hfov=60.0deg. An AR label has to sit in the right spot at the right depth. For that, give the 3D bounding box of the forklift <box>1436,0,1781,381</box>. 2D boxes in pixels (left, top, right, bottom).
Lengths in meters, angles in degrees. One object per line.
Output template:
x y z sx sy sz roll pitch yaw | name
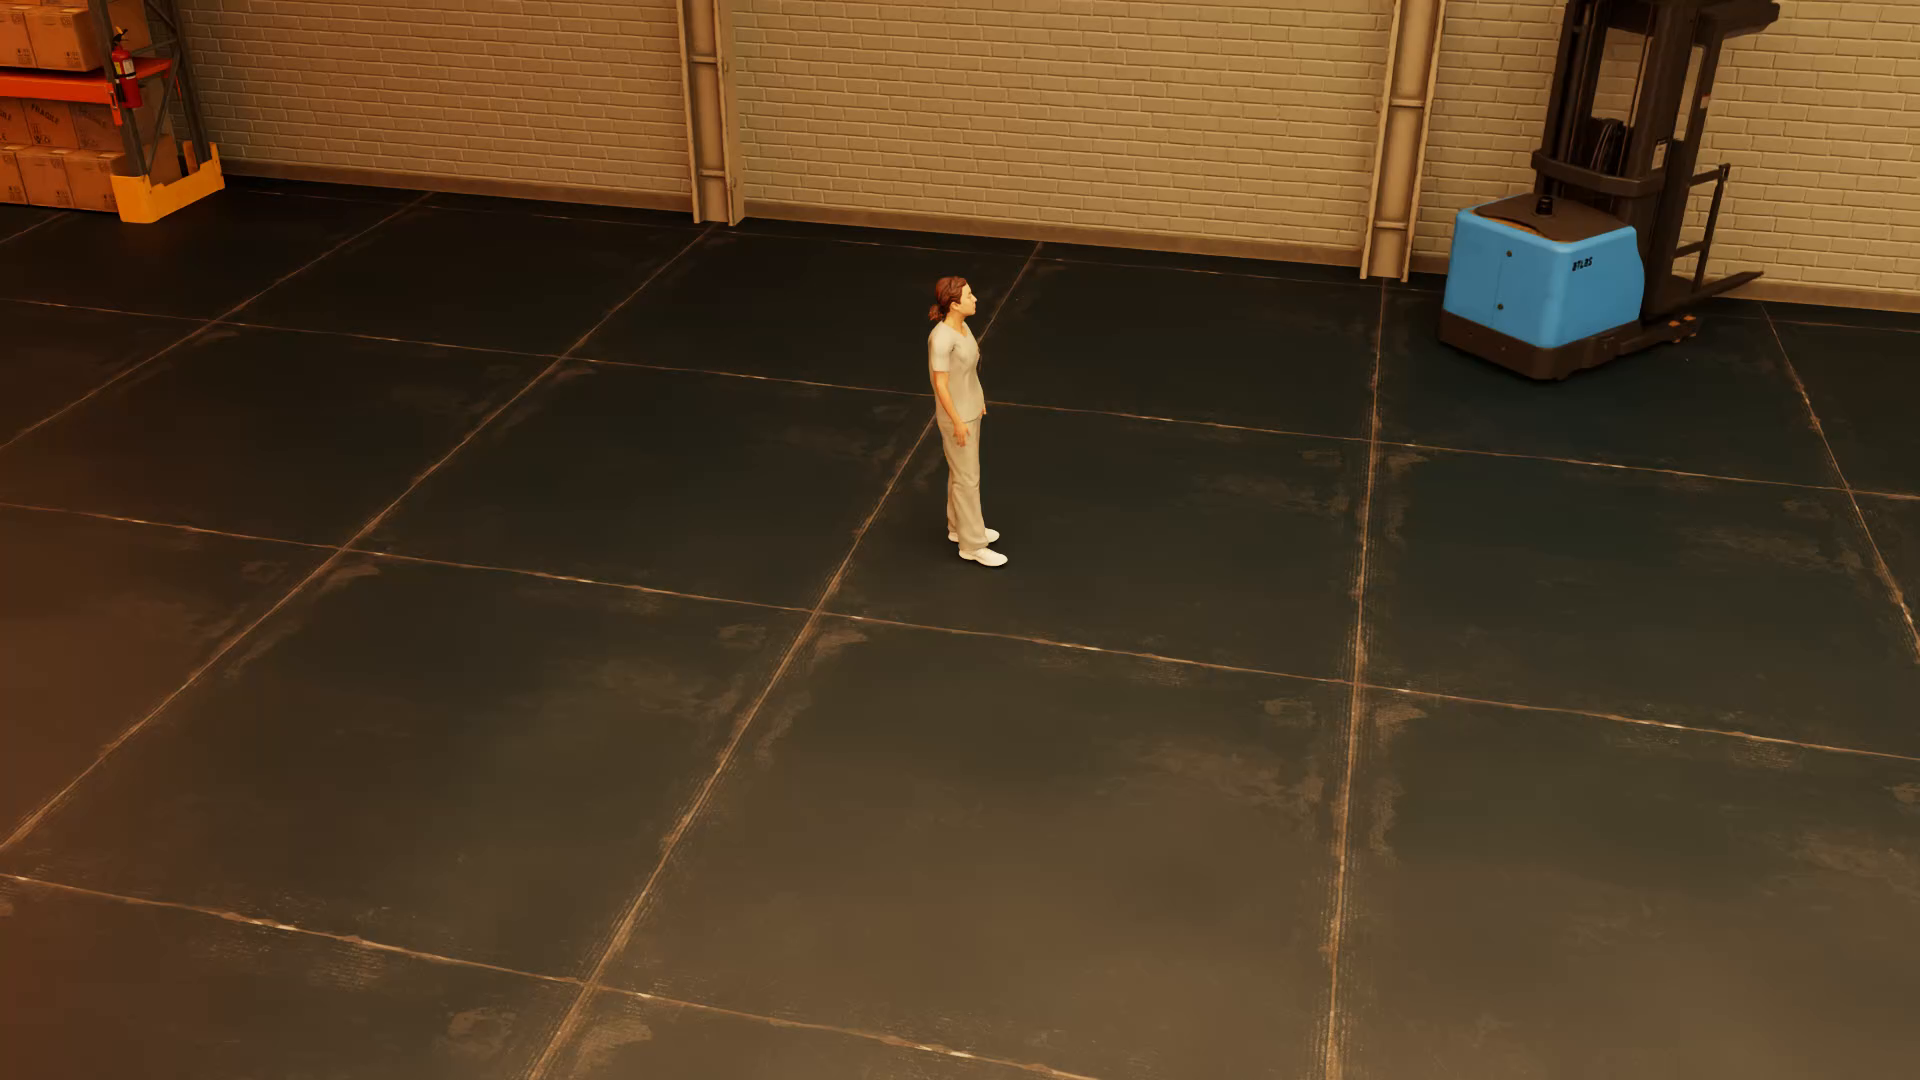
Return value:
5.149 -2.989 12.446 3.031 2.935 1.130 -19 35 -30 | forklift

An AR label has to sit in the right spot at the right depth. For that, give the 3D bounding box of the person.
0.069 -0.720 9.699 0.548 1.673 0.549 7 30 12 | person
